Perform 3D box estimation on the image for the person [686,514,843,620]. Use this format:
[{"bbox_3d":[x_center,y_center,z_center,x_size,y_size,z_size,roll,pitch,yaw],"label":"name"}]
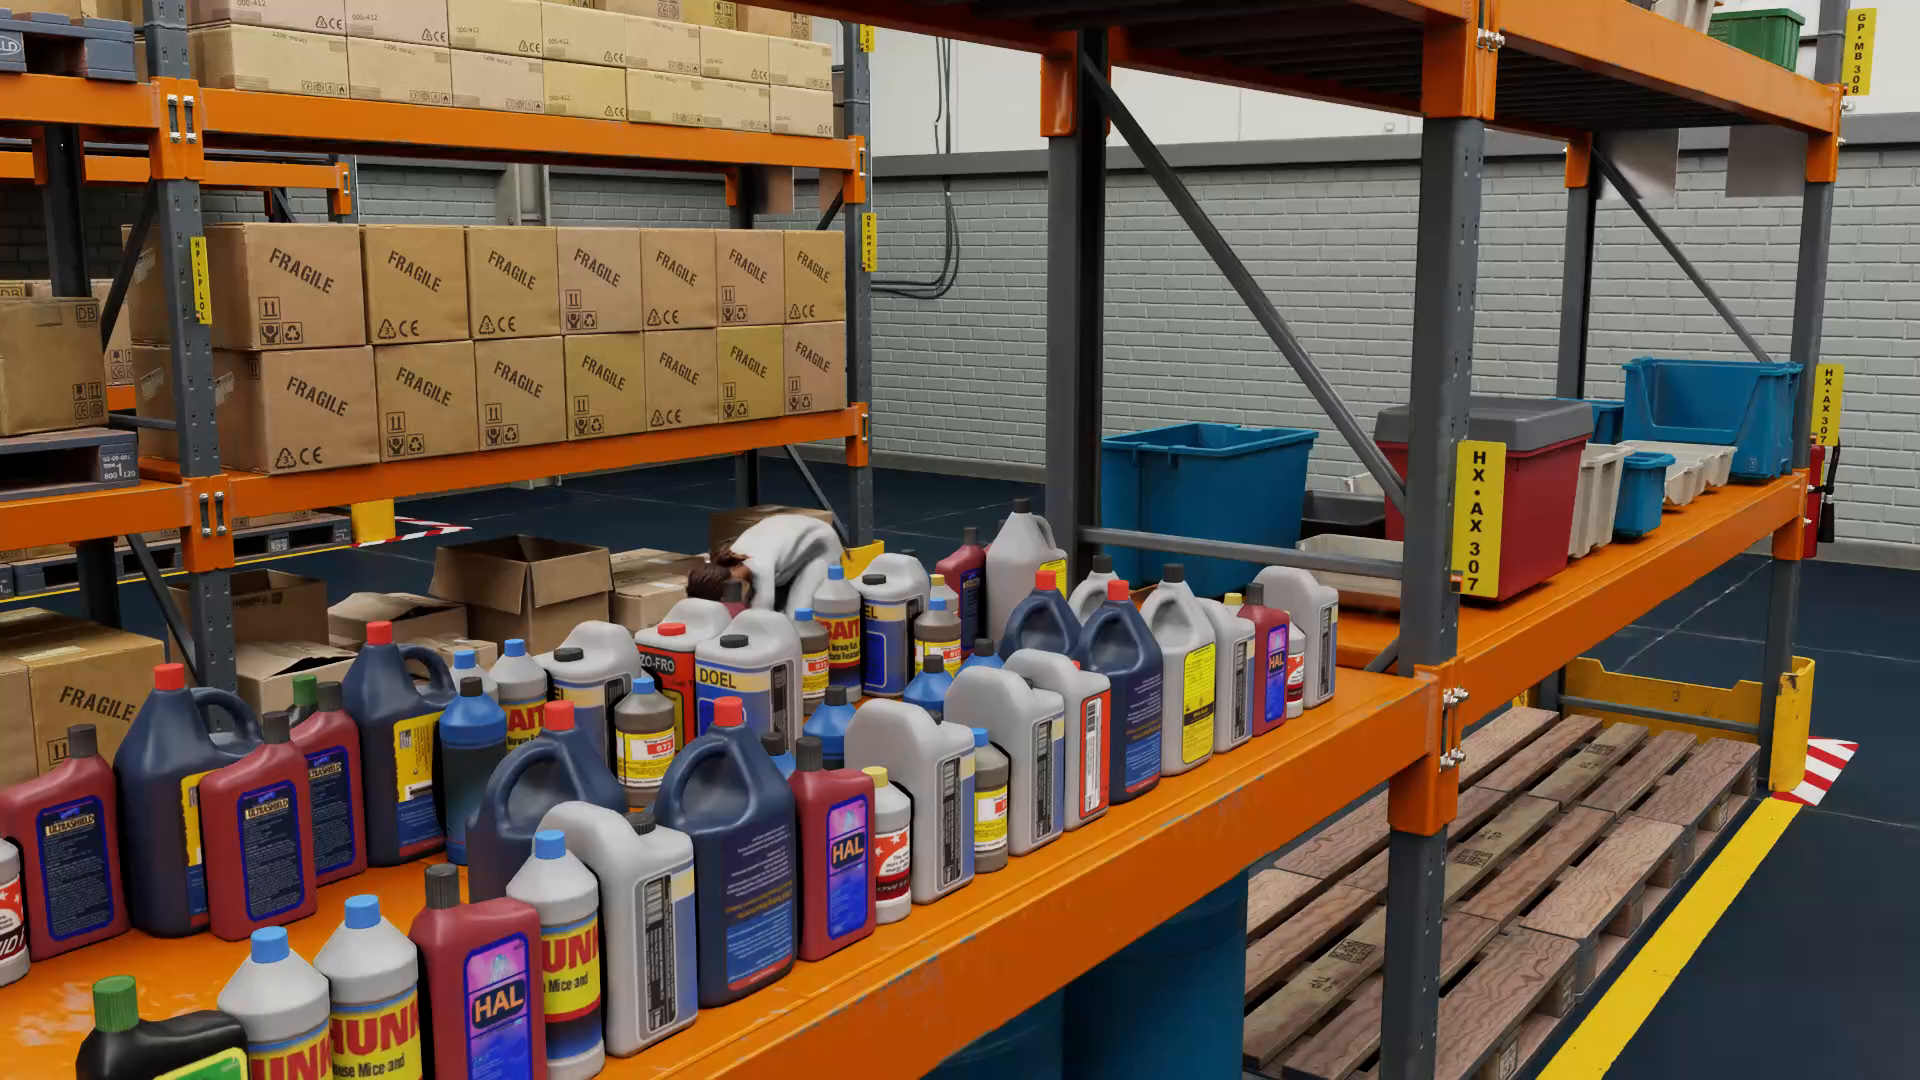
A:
[{"bbox_3d":[-0.917,0.416,7.761,0.458,0.903,0.858,9,13,41],"label":"person"}]
